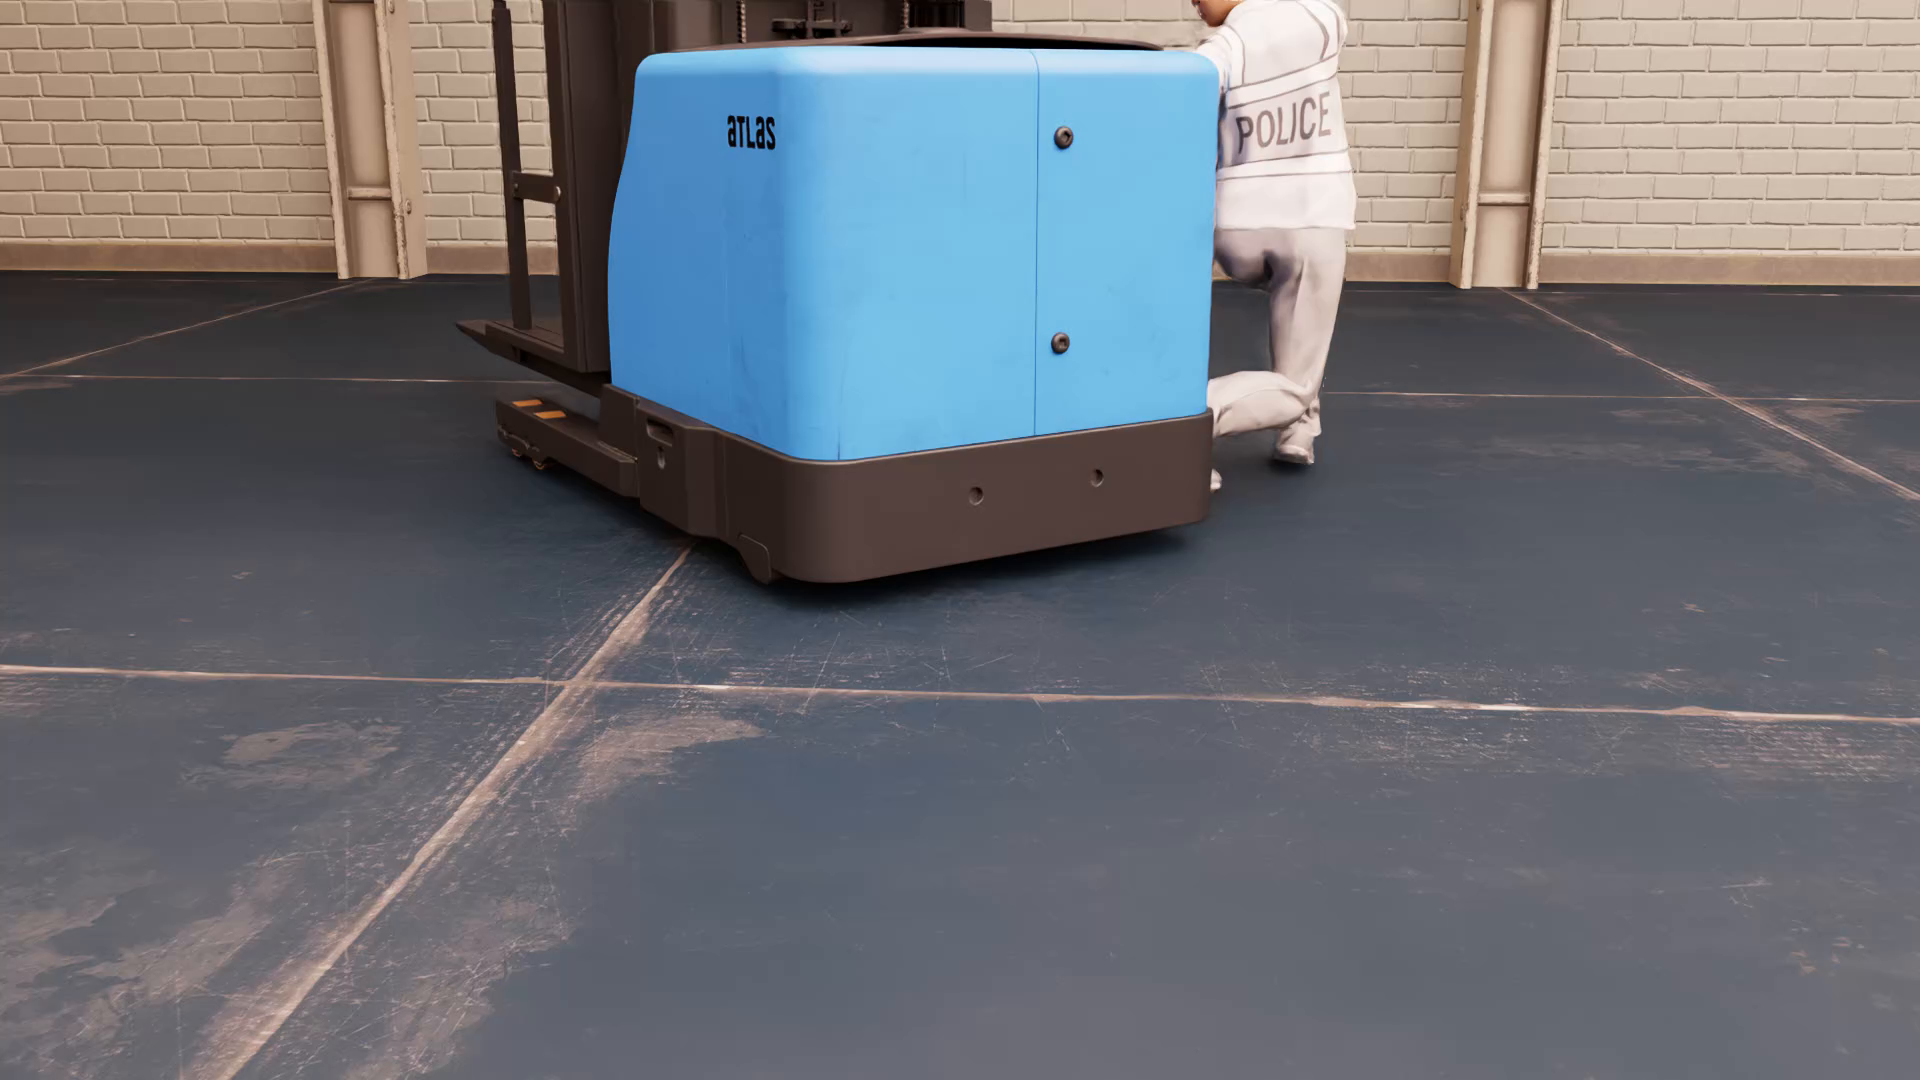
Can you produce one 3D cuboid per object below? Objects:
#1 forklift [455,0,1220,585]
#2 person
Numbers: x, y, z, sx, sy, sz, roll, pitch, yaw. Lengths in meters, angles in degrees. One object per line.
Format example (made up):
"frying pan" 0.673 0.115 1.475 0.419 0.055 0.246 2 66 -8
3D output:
"forklift" -0.645 -1.659 4.329 1.130 2.935 3.031 -9 18 -31
"person" 0.645 -0.815 4.184 0.670 1.443 0.917 6 16 22
